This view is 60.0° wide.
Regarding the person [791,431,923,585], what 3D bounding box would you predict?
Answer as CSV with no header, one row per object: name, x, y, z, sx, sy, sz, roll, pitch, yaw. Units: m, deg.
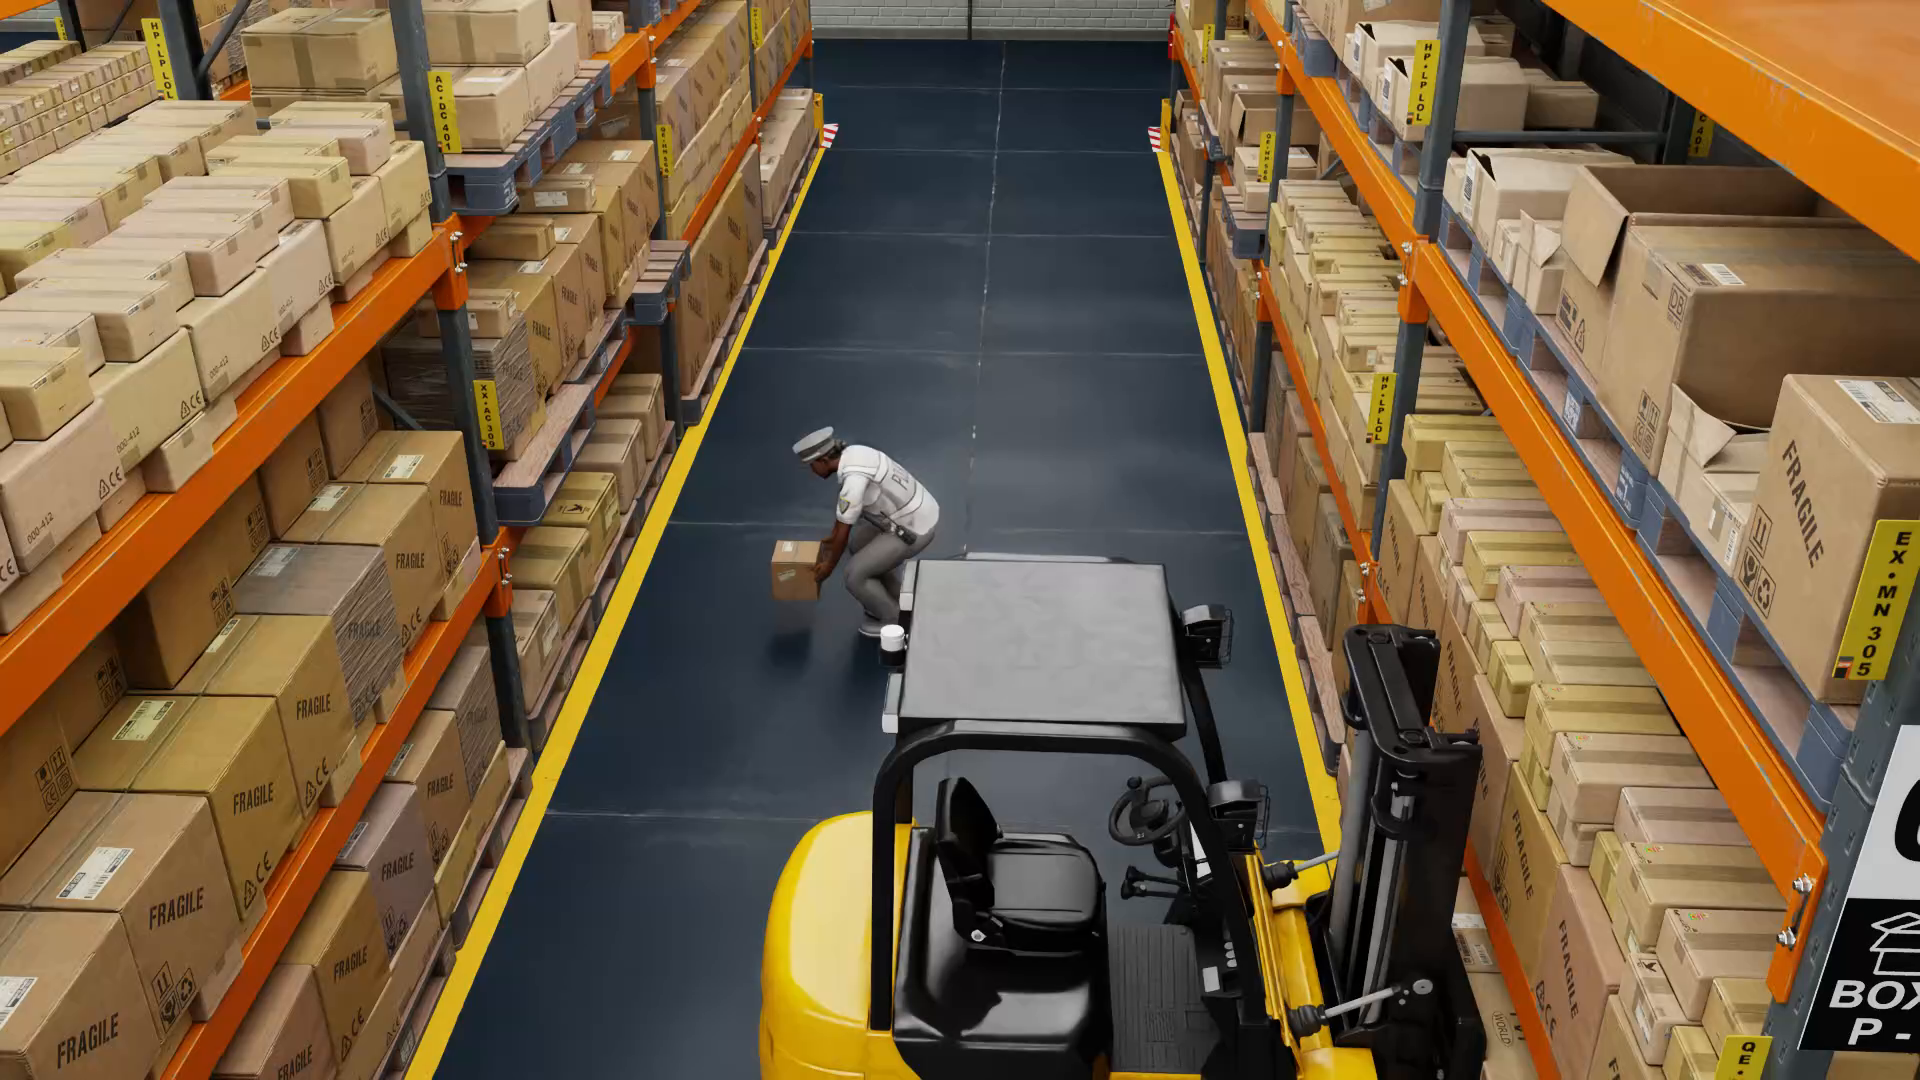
person,-0.557,-0.179,9.122,0.710,0.876,0.490,1,28,2
